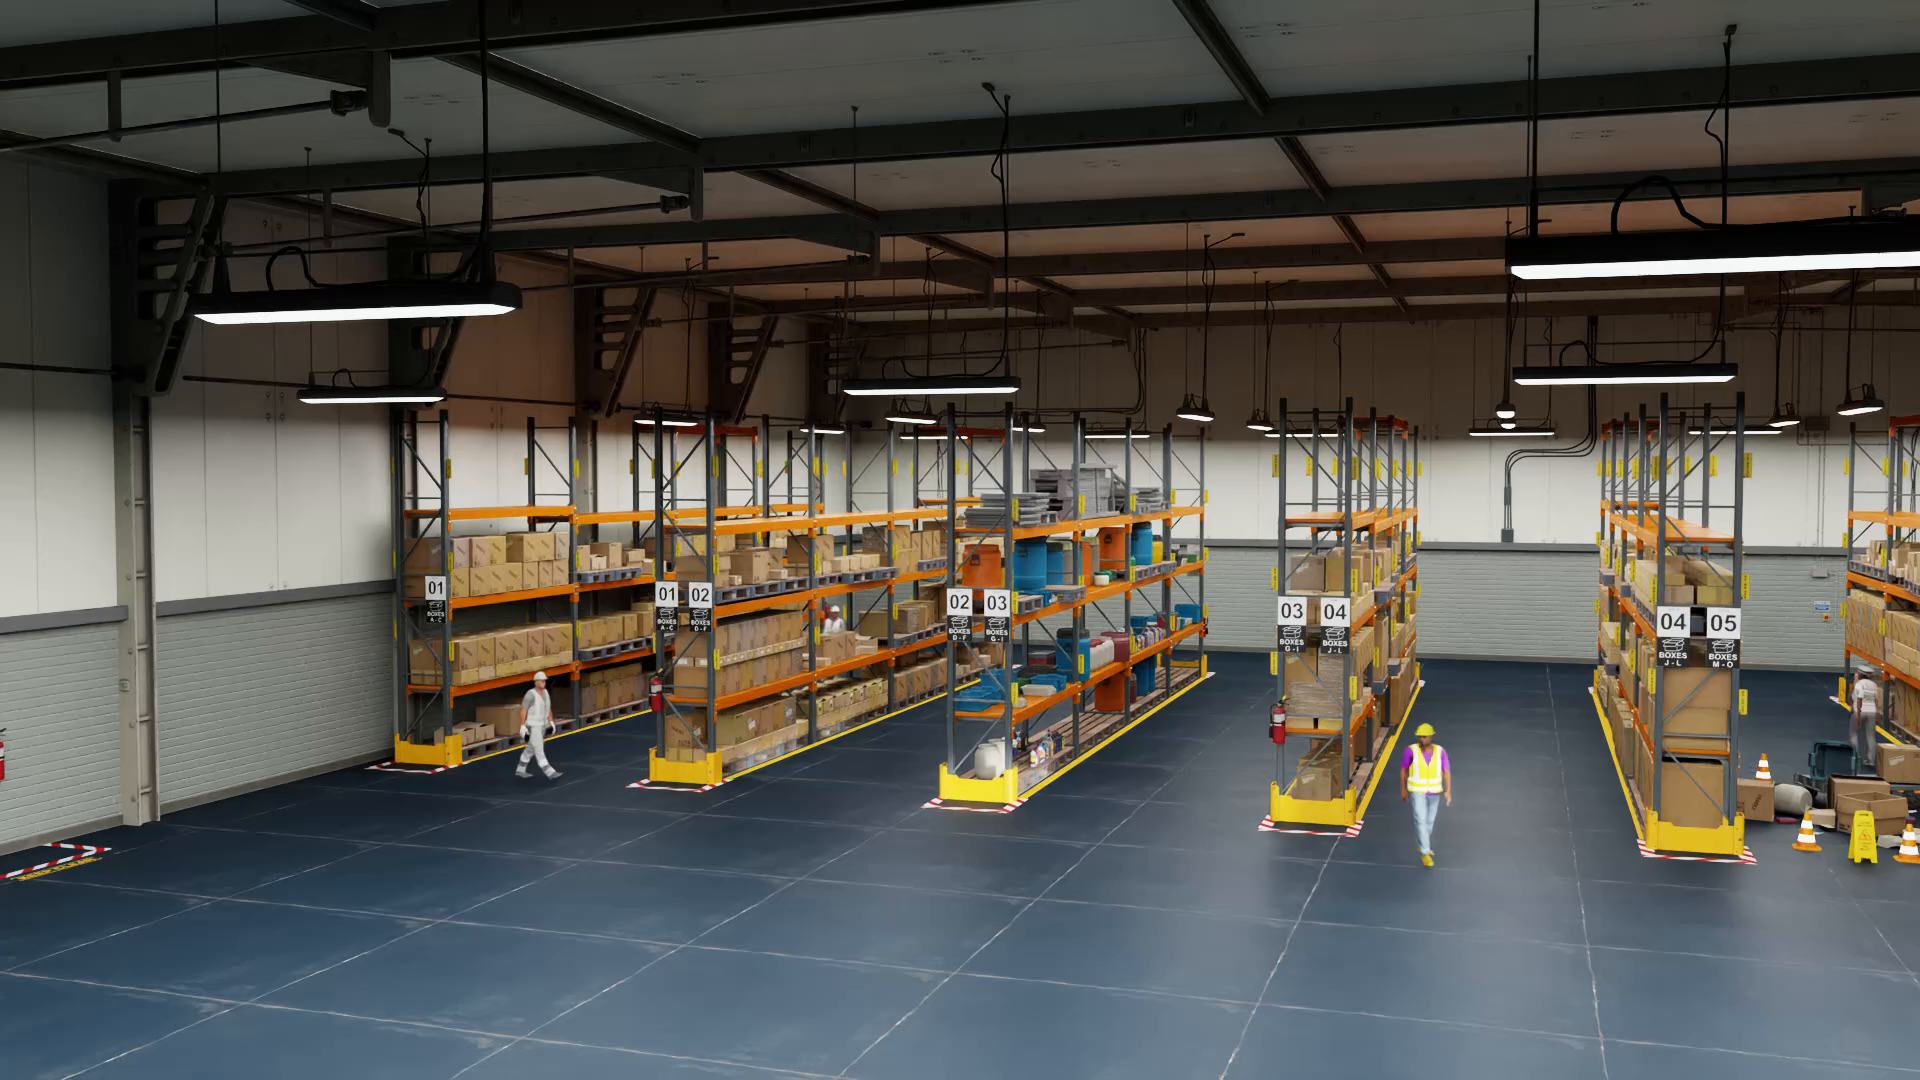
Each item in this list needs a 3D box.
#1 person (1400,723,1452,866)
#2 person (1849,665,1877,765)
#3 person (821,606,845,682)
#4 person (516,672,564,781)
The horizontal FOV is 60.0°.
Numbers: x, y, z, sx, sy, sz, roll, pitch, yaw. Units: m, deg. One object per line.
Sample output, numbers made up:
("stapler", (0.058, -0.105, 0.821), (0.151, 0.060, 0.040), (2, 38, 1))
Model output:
("person", (5.942, 3.203, 21.120), (0.590, 1.723, 0.946), (0, 2, 1))
("person", (15.283, 2.991, 28.075), (0.455, 1.713, 0.612), (0, 2, 4))
("person", (-3.032, 2.456, 39.301), (0.570, 1.770, 0.752), (0, 2, 10))
("person", (-6.687, 2.967, 26.562), (1.068, 1.727, 0.553), (1, 3, 19))
